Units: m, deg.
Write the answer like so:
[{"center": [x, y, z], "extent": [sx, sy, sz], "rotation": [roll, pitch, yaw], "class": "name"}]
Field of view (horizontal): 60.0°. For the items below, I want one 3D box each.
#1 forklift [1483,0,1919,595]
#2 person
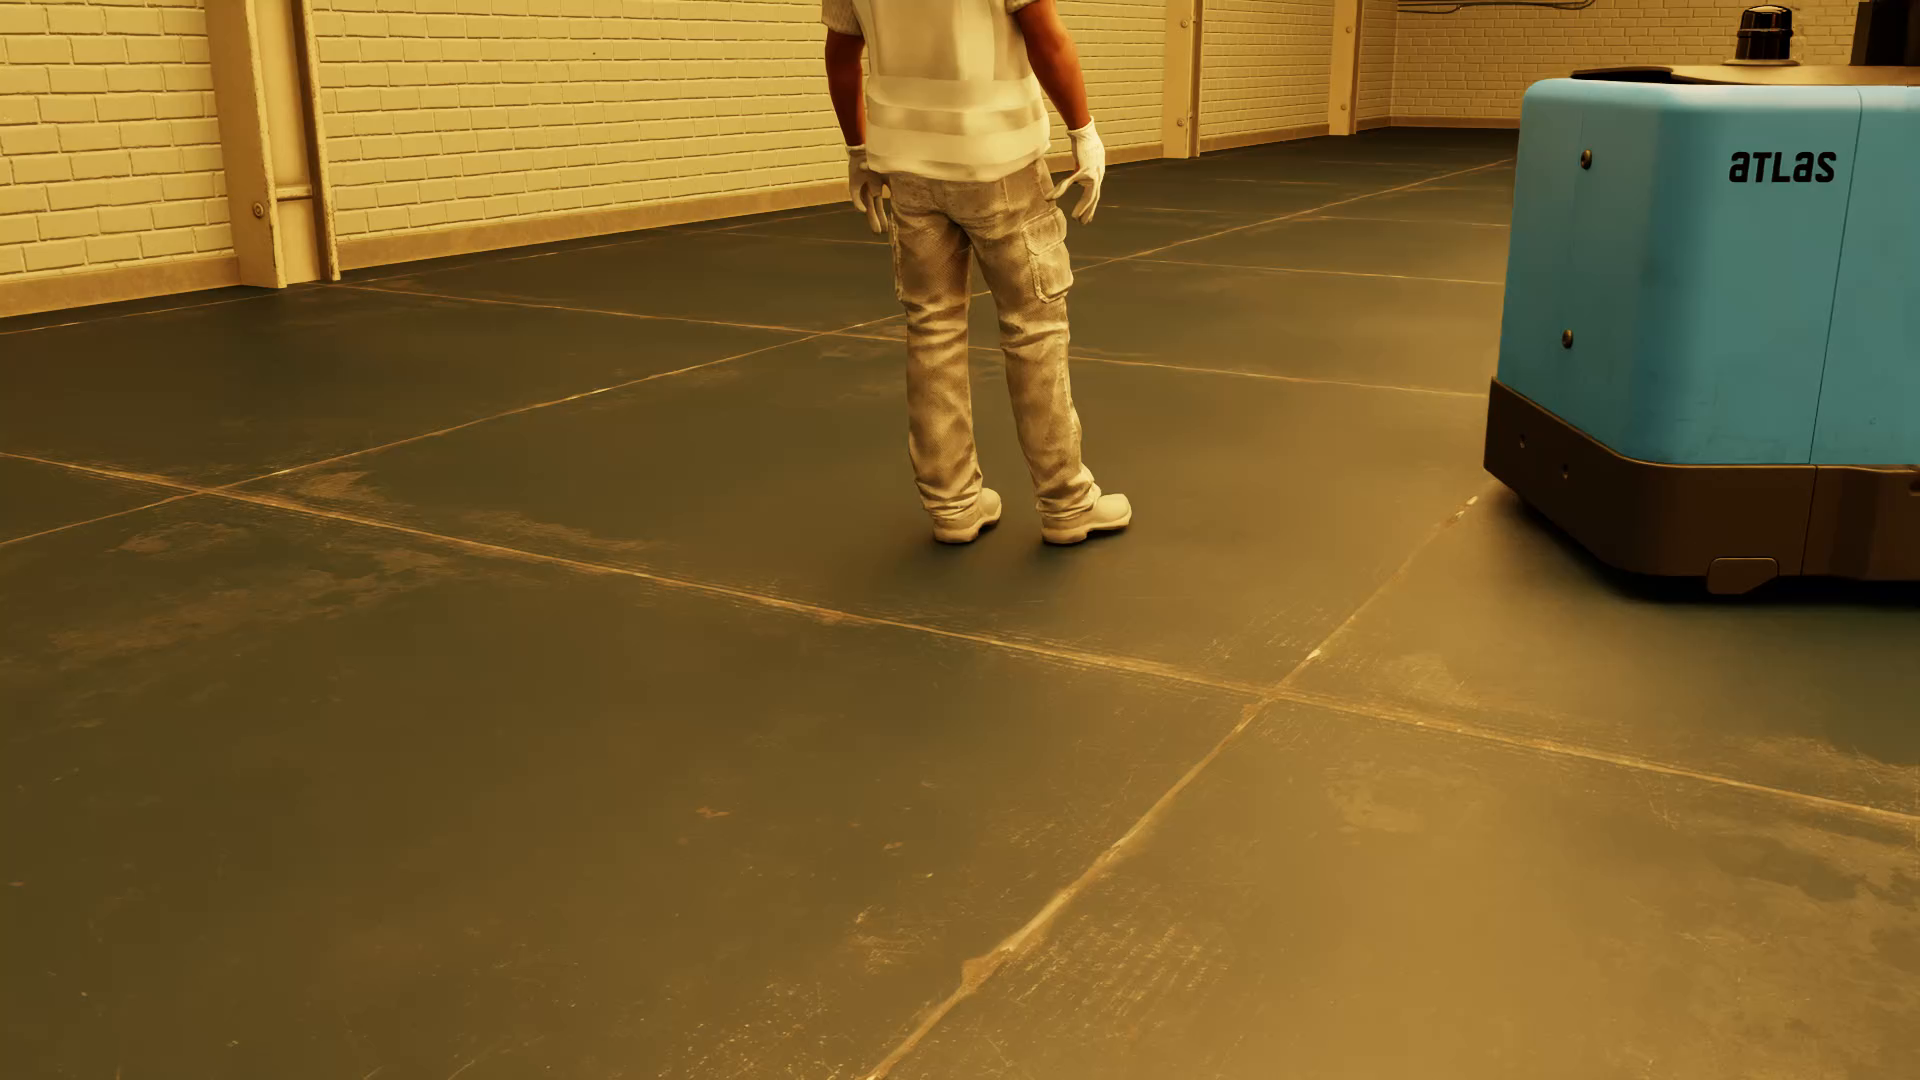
[{"center": [2.914, -1.409, 3.638], "extent": [3.031, 2.935, 1.130], "rotation": [0, 16, 0], "class": "forklift"}, {"center": [0.043, -0.879, 3.843], "extent": [0.656, 1.781, 0.577], "rotation": [9, 19, 28], "class": "person"}]
